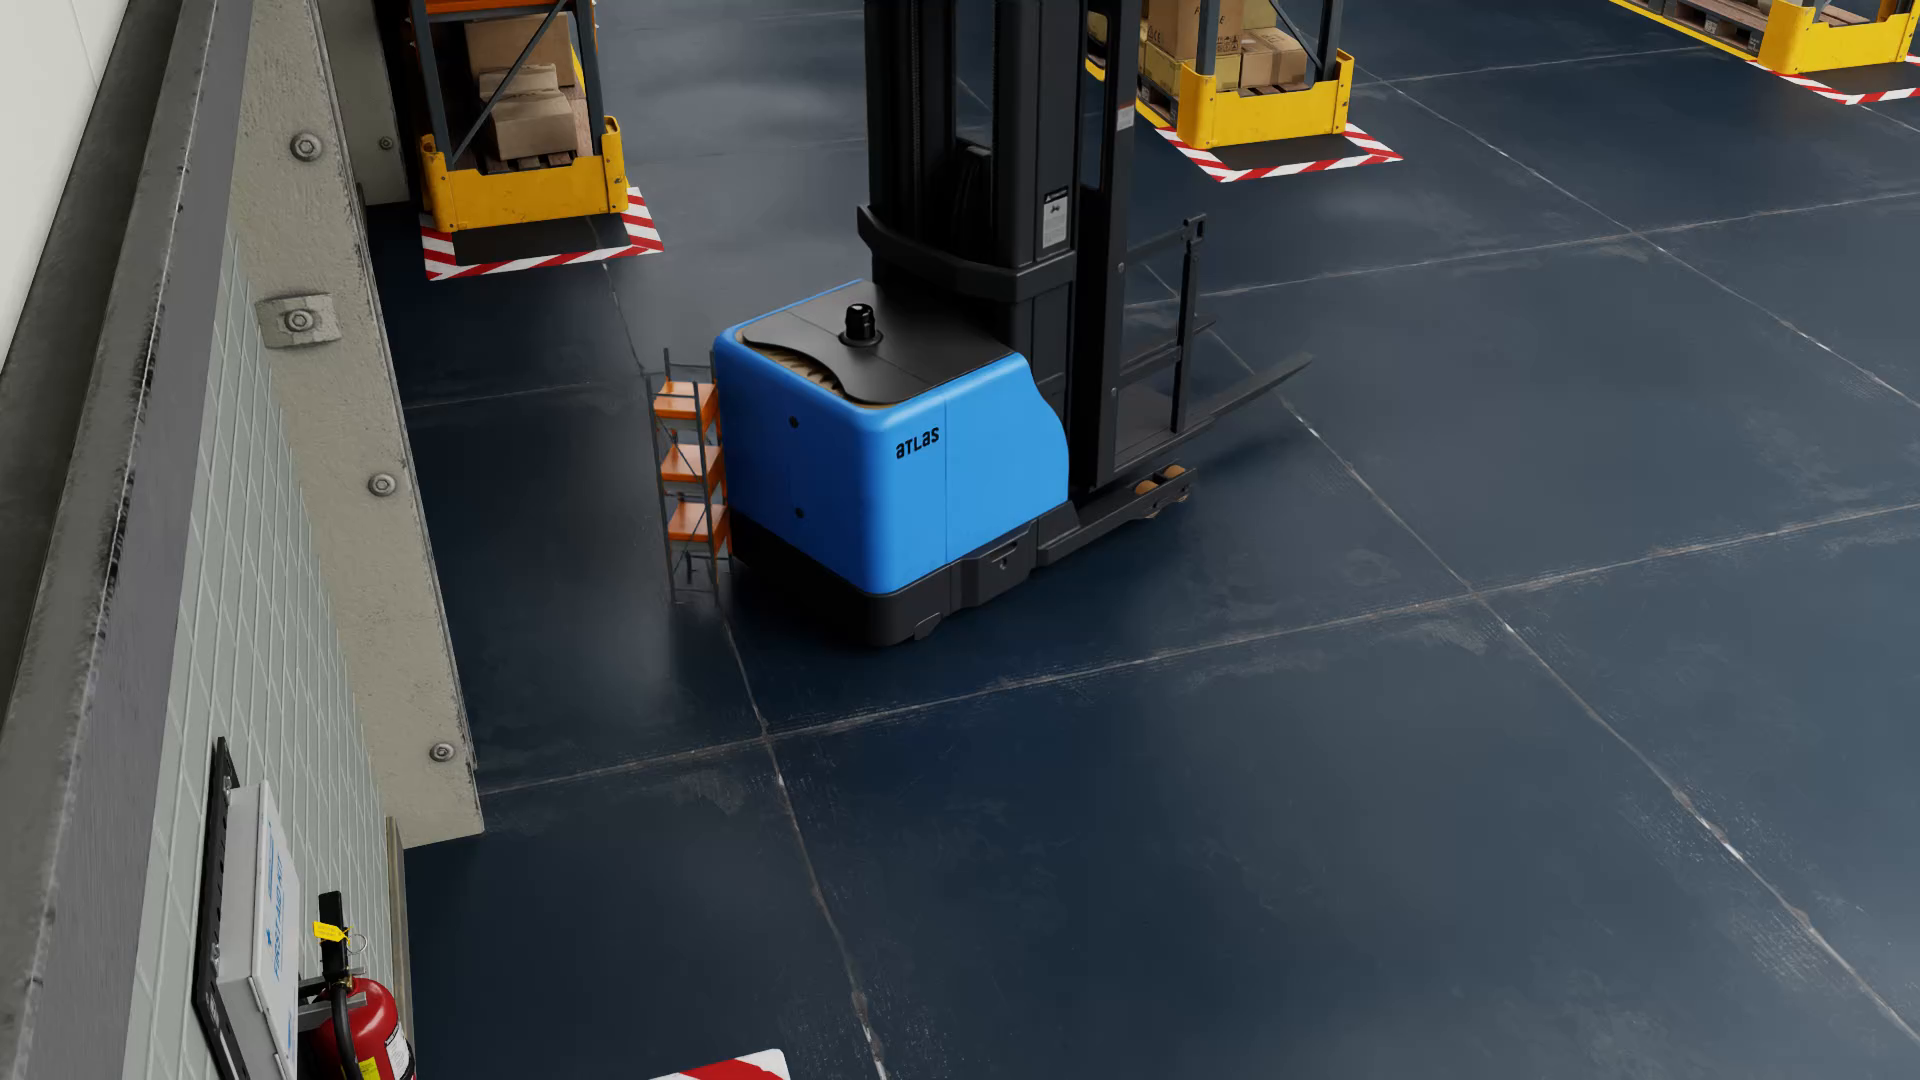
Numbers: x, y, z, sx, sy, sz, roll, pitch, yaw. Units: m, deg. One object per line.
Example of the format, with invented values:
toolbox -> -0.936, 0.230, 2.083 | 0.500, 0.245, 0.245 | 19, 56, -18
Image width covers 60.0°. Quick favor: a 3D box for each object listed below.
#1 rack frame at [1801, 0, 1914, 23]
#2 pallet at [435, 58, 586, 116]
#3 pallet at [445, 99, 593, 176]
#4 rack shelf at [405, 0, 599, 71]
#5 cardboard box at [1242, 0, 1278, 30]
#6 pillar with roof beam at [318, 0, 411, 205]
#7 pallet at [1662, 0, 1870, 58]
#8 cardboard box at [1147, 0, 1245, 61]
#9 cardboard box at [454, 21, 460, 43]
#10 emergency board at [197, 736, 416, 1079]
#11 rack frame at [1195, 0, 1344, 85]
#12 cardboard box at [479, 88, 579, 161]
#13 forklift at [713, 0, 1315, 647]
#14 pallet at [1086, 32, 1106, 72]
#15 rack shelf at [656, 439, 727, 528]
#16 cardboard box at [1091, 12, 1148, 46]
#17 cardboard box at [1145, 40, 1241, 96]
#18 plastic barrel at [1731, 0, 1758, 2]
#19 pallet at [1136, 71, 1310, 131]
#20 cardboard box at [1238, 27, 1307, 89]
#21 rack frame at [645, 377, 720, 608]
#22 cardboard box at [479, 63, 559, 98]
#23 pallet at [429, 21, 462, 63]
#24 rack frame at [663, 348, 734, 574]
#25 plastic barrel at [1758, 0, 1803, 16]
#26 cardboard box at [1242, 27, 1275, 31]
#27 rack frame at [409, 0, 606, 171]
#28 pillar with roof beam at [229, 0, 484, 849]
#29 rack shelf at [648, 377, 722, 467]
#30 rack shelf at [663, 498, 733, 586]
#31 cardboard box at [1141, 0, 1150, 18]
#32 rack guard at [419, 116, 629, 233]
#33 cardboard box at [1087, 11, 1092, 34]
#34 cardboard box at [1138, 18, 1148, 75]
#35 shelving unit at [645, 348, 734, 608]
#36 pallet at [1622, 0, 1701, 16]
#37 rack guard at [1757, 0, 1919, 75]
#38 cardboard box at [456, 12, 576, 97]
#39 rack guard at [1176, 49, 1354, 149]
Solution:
rack frame -> 6.797, -4.918, 11.972 | 1.000, 3.000, 0.127 | -10, 35, -15
pallet -> -3.244, -3.200, 11.902 | 1.003, 0.211, 1.213 | -10, 35, -15
pallet -> -2.876, -2.561, 10.934 | 1.003, 0.211, 1.213 | -10, 35, -15
rack shelf -> -3.248, -4.002, 11.238 | 1.077, 0.370, 4.000 | -10, 35, -15
cardboard box -> 1.972, -4.009, 12.029 | 0.500, 0.500, 0.500 | -10, 35, -15
pillar with roof beam -> 0.424, -6.701, 9.228 | 9.100, 9.000, 0.400 | -10, 35, -15
pallet -> 6.486, -4.214, 13.436 | 1.003, 0.211, 1.213 | -10, 35, -15
cardboard box -> 1.631, -3.659, 11.500 | 0.500, 0.500, 0.500 | -10, 35, -15
cardboard box -> -3.504, -3.955, 12.382 | 0.500, 0.500, 0.500 | -13, 35, -18
emergency board -> -1.128, 0.980, 3.046 | 0.194, 1.169, 0.643 | -10, 35, -15
rack frame -> 2.078, -4.087, 10.714 | 1.000, 3.000, 0.127 | -10, 35, -15
cardboard box -> -2.764, -2.692, 10.643 | 0.500, 0.311, 0.500 | -14, 36, -20
forklift -> 0.427, -1.505, 6.869 | 3.031, 2.935, 1.130 | -28, 42, -35
pallet -> 1.437, -3.958, 13.048 | 1.003, 0.211, 1.213 | -10, 35, -15
rack shelf -> -1.071, -0.226, 6.659 | 0.215, 0.259, 0.240 | 4, 34, 6
cardboard box -> 1.315, -3.870, 12.498 | 0.500, 0.250, 0.500 | -10, 35, -15
cardboard box -> 1.633, -3.347, 11.707 | 0.500, 0.250, 0.500 | -10, 35, -15
plastic barrel -> 6.370, -4.651, 13.444 | 0.421, 0.512, 0.421 | 0, 33, 0
pallet -> 1.805, -3.318, 12.080 | 1.003, 0.211, 1.213 | -10, 35, -15
cardboard box -> 2.126, -3.434, 11.839 | 0.500, 0.250, 0.500 | -10, 35, -15
rack frame -> -1.087, -0.169, 6.552 | 0.200, 1.050, 0.008 | 4, 34, 6
cardboard box -> -2.937, -2.992, 11.096 | 0.500, 0.311, 0.500 | -7, 34, -11
pallet -> -3.620, -3.842, 12.873 | 1.003, 0.211, 1.213 | -10, 35, -15
rack frame -> -1.055, -0.302, 6.754 | 0.200, 1.050, 0.008 | 4, 34, 6
plastic barrel -> 6.523, -4.388, 13.045 | 0.421, 0.512, 0.421 | 0, 33, 0
cardboard box -> 1.970, -3.696, 12.236 | 0.500, 0.250, 0.500 | -10, 35, -15
rack frame -> -2.638, -3.252, 9.451 | 1.000, 3.000, 0.127 | -10, 35, -15
pillar with roof beam -> 2.254, -3.551, 4.461 | 9.100, 9.000, 0.400 | -10, 35, -15
rack shelf -> -1.071, -0.463, 6.503 | 0.215, 0.259, 0.240 | 4, 34, 6
rack shelf -> -1.070, 0.006, 6.812 | 0.215, 0.259, 0.240 | 4, 34, 6
cardboard box -> 1.312, -4.182, 12.291 | 0.500, 0.500, 0.500 | -10, 35, -15
rack guard -> -2.661, -2.249, 10.200 | 1.175, 0.500, 0.348 | -10, 35, -15
cardboard box -> 1.164, -4.132, 12.896 | 0.500, 0.250, 0.500 | -10, 35, -15
cardboard box -> 1.469, -3.607, 12.102 | 0.500, 0.250, 0.500 | -10, 35, -15
shelving unit -> -1.071, -0.235, 6.653 | 0.215, 1.050, 0.252 | 4, 34, 6
pallet -> 6.117, -4.853, 14.404 | 1.003, 0.211, 1.213 | -10, 35, -15
rack guard -> 6.729, -3.907, 12.709 | 1.175, 0.500, 0.348 | -10, 35, -15
cardboard box -> -3.114, -3.464, 11.640 | 0.700, 0.500, 0.500 | -12, 35, -18
rack guard -> 2.086, -3.032, 11.384 | 1.175, 0.500, 0.348 | -10, 35, -15
